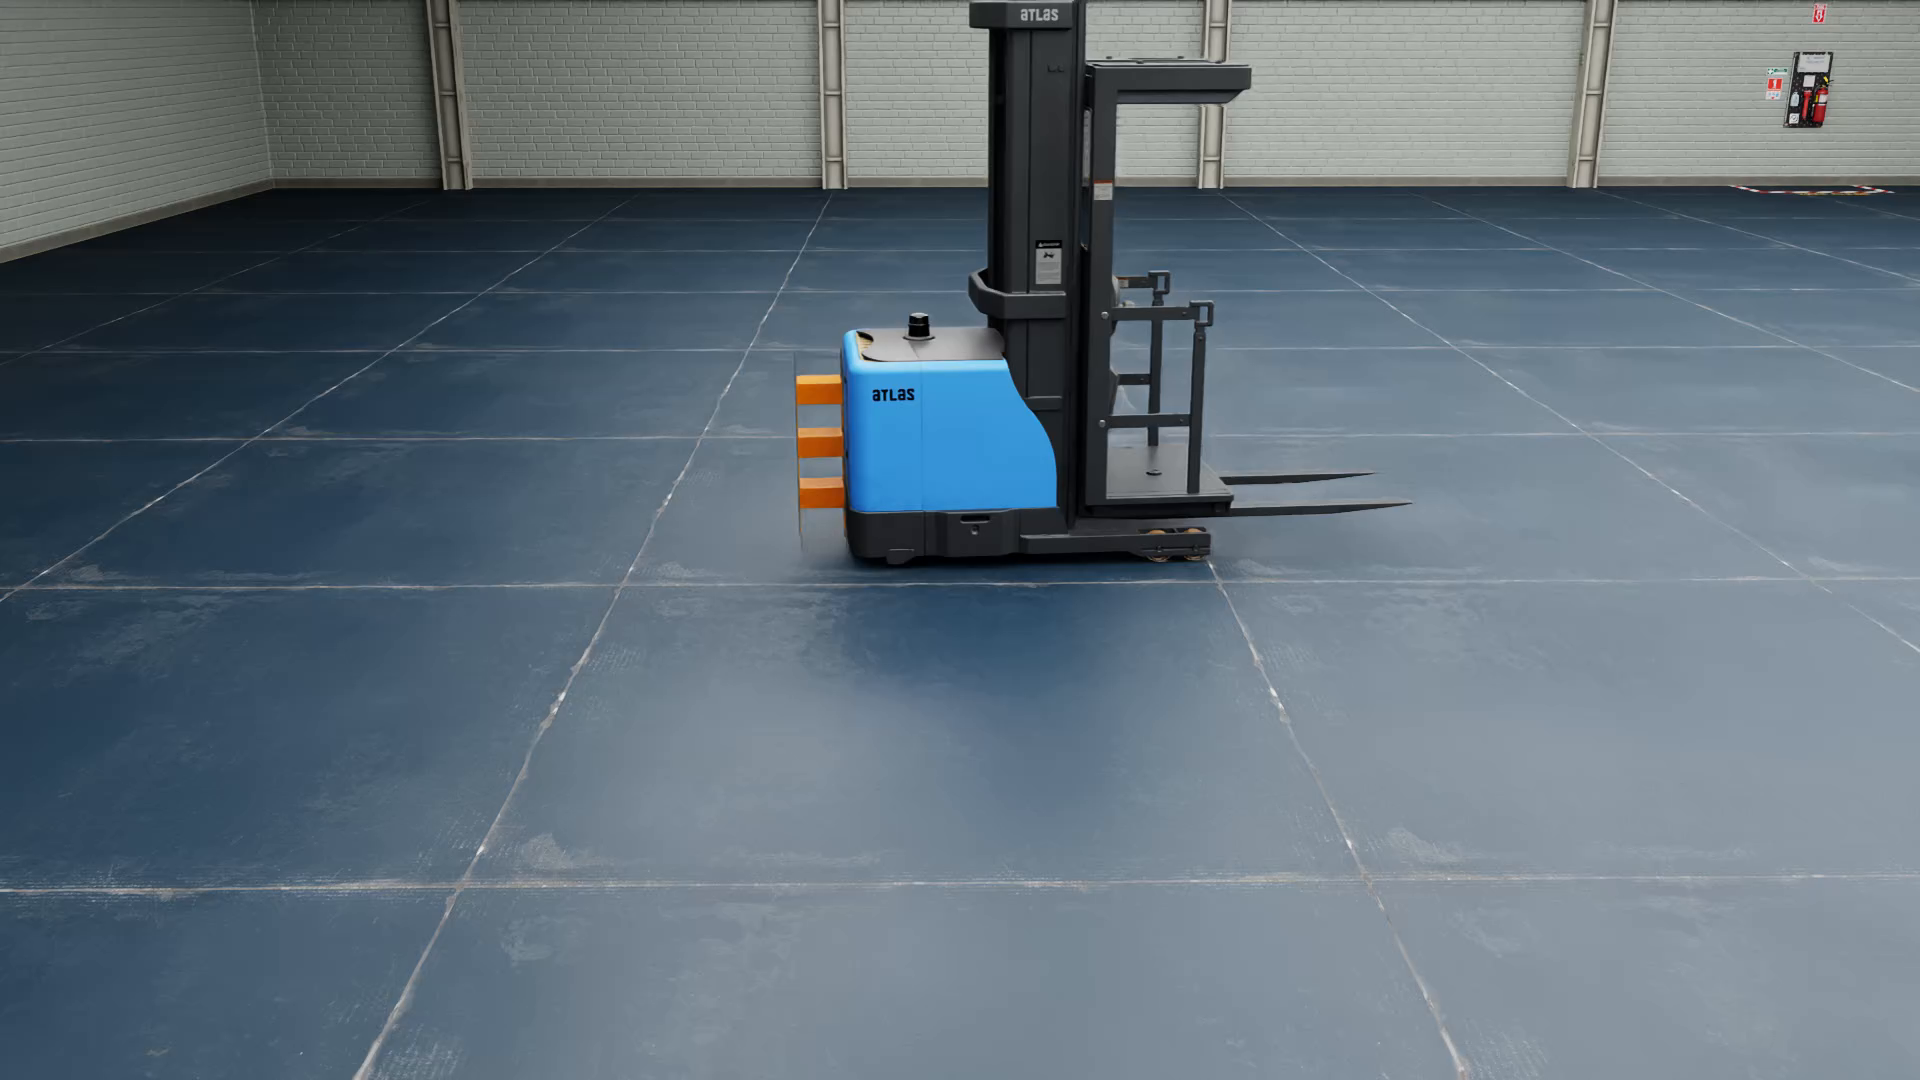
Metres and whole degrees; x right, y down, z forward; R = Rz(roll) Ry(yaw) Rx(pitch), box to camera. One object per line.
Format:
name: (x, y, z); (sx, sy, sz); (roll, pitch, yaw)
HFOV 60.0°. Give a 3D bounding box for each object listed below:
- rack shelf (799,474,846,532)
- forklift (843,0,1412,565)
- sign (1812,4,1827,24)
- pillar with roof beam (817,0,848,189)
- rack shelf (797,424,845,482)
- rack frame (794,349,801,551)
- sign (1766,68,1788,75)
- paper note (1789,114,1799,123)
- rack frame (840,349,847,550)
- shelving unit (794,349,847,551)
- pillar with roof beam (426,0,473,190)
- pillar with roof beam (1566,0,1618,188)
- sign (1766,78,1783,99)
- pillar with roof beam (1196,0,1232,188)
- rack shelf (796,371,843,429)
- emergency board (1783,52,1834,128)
rack shelf: (-0.738, -0.199, 8.893); (0.240, 0.259, 0.215); (-2, 18, -6)
forklift: (0.895, -1.439, 8.734); (3.031, 2.935, 1.130); (-2, 18, -6)
sign: (13.521, -8.281, 26.156); (0.199, 0.298, 0.001); (0, 18, -1)
pillar with roof beam: (-1.928, -8.602, 21.131); (0.400, 9.000, 9.100); (0, 18, -1)
rack shelf: (-0.738, -0.463, 8.808); (0.240, 0.259, 0.215); (-2, 18, -6)
rack frame: (-0.859, -0.470, 8.793); (0.008, 1.050, 0.200); (-2, 18, -6)
sign: (12.981, -7.442, 26.411); (0.331, 0.109, 0.001); (0, 18, -1)
paper note: (13.352, -6.748, 26.613); (0.142, 0.148, 0.016); (0, 18, -1)
rack frame: (-0.616, -0.477, 8.817); (0.008, 1.050, 0.200); (-2, 18, -6)
shelving unit: (-0.738, -0.474, 8.805); (0.252, 1.050, 0.215); (-2, 18, -6)
pillar with roof beam: (-7.927, -8.573, 21.041); (0.400, 9.000, 9.100); (0, 18, -1)
pillar with roof beam: (10.071, -8.660, 21.311); (0.400, 9.000, 9.100); (0, 18, -1)
sign: (12.976, -7.193, 26.500); (0.234, 0.329, 0.001); (0, 18, -1)
pillar with roof beam: (4.072, -8.631, 21.221); (0.400, 9.000, 9.100); (0, 18, -1)
rack shelf: (-0.738, -0.734, 8.722); (0.240, 0.259, 0.215); (-2, 18, -6)
emergency board: (13.531, -7.147, 26.416); (0.643, 1.169, 0.194); (0, 18, -1)
